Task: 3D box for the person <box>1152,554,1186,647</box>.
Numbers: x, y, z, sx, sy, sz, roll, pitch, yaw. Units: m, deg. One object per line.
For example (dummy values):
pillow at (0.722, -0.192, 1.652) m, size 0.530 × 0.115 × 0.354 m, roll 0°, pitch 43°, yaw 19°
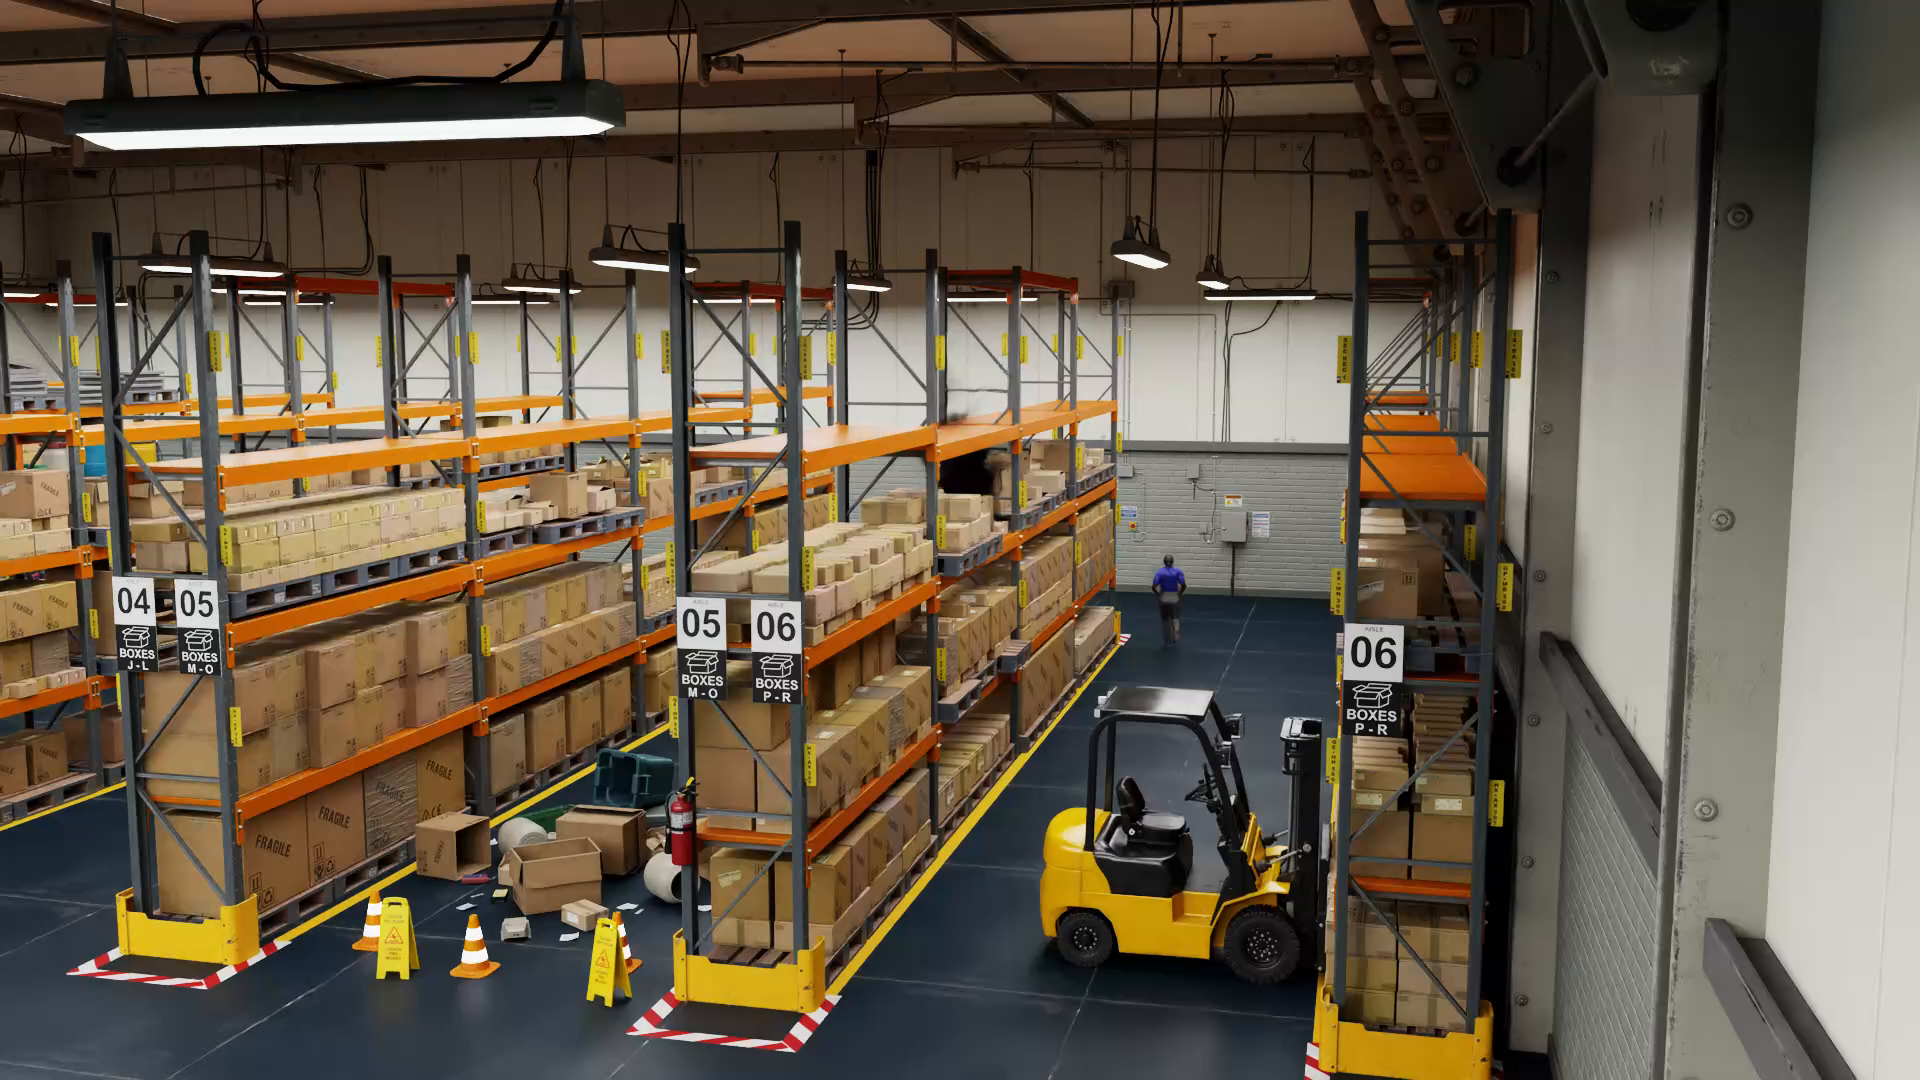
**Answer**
person at (3.460, 1.012, 27.623) m, size 0.568 × 1.603 × 0.556 m, roll 0°, pitch 7°, yaw 3°
